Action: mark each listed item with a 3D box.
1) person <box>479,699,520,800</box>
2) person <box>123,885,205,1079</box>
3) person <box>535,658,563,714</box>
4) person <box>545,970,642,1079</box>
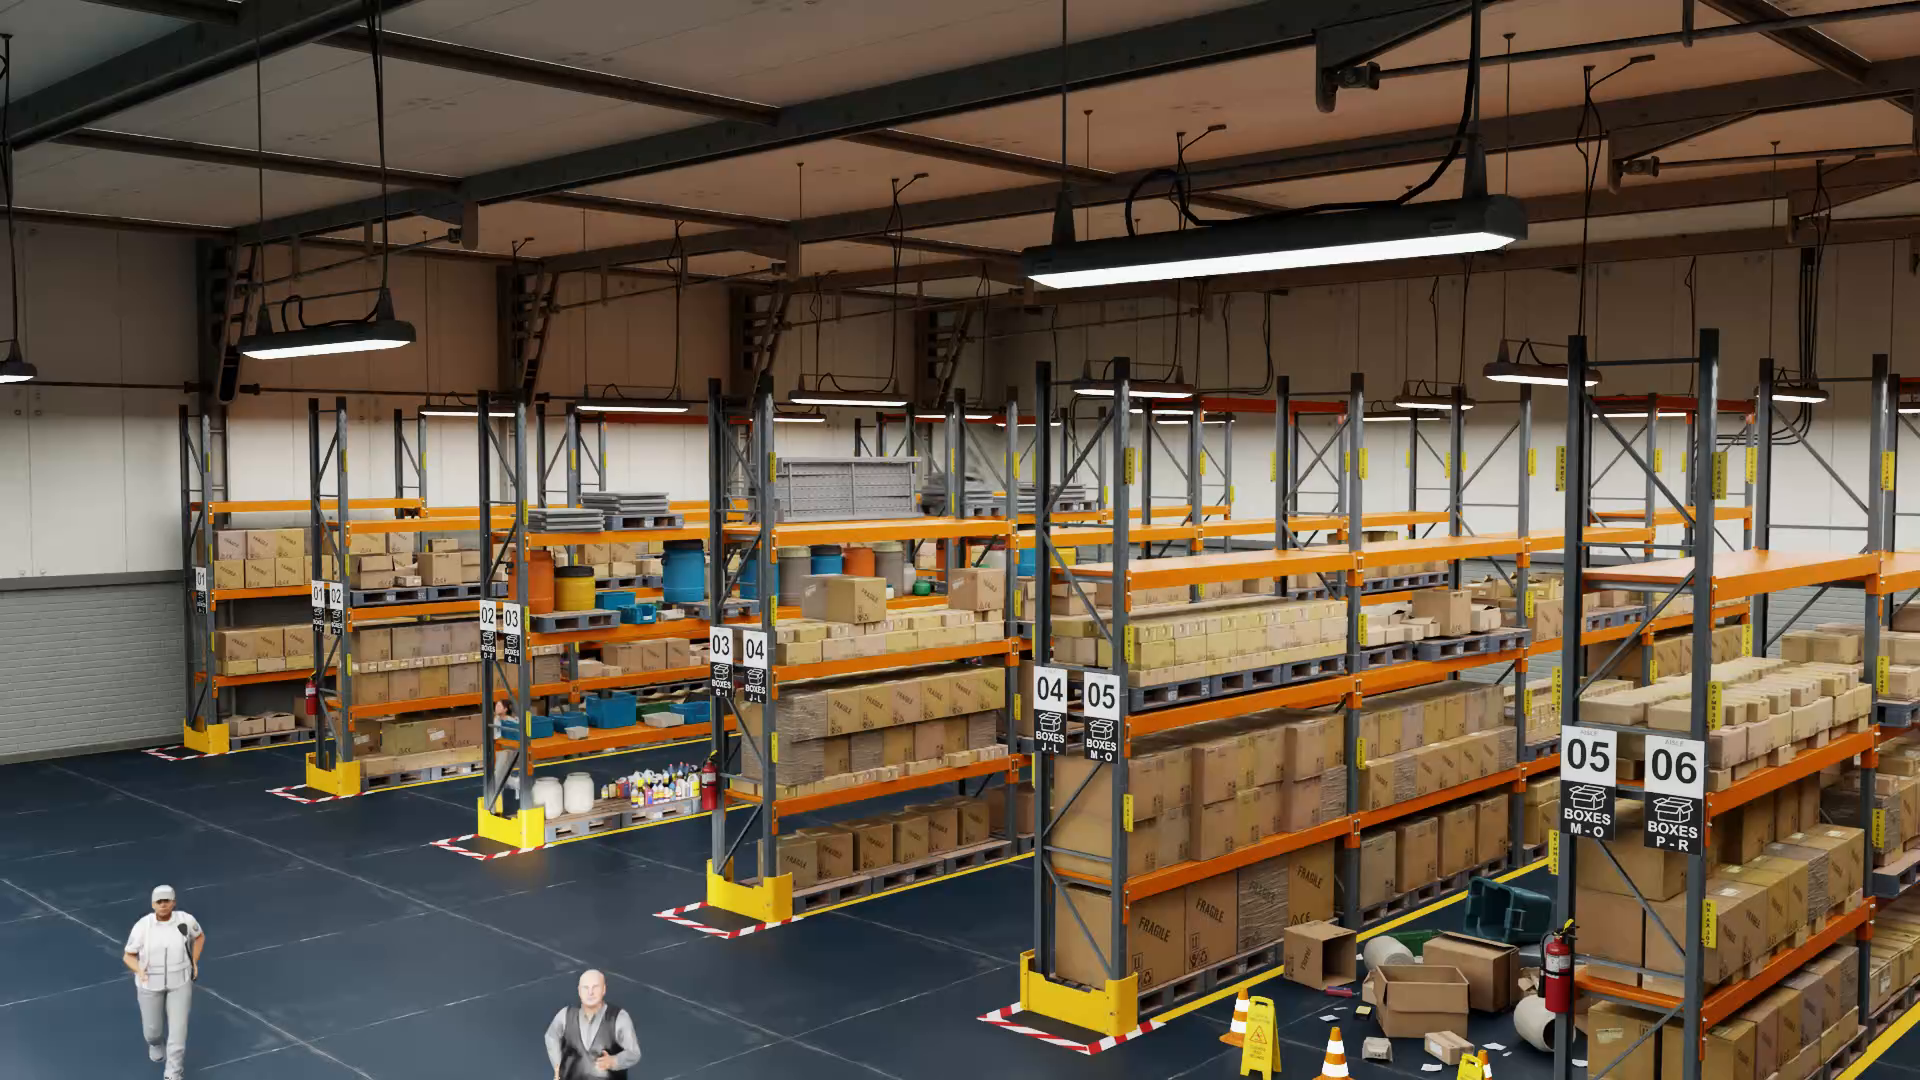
[{"bbox_3d":[-6.527,3.093,23.853,0.568,1.653,0.843,2,4,37],"label":"person"},{"bbox_3d":[-6.470,3.629,13.549,0.607,1.658,0.849,-2,3,-27],"label":"person"},{"bbox_3d":[-7.542,2.699,30.490,0.704,1.723,0.696,2,4,36],"label":"person"},{"bbox_3d":[-2.423,3.719,10.973,0.642,1.771,0.741,-1,3,-10],"label":"person"}]
